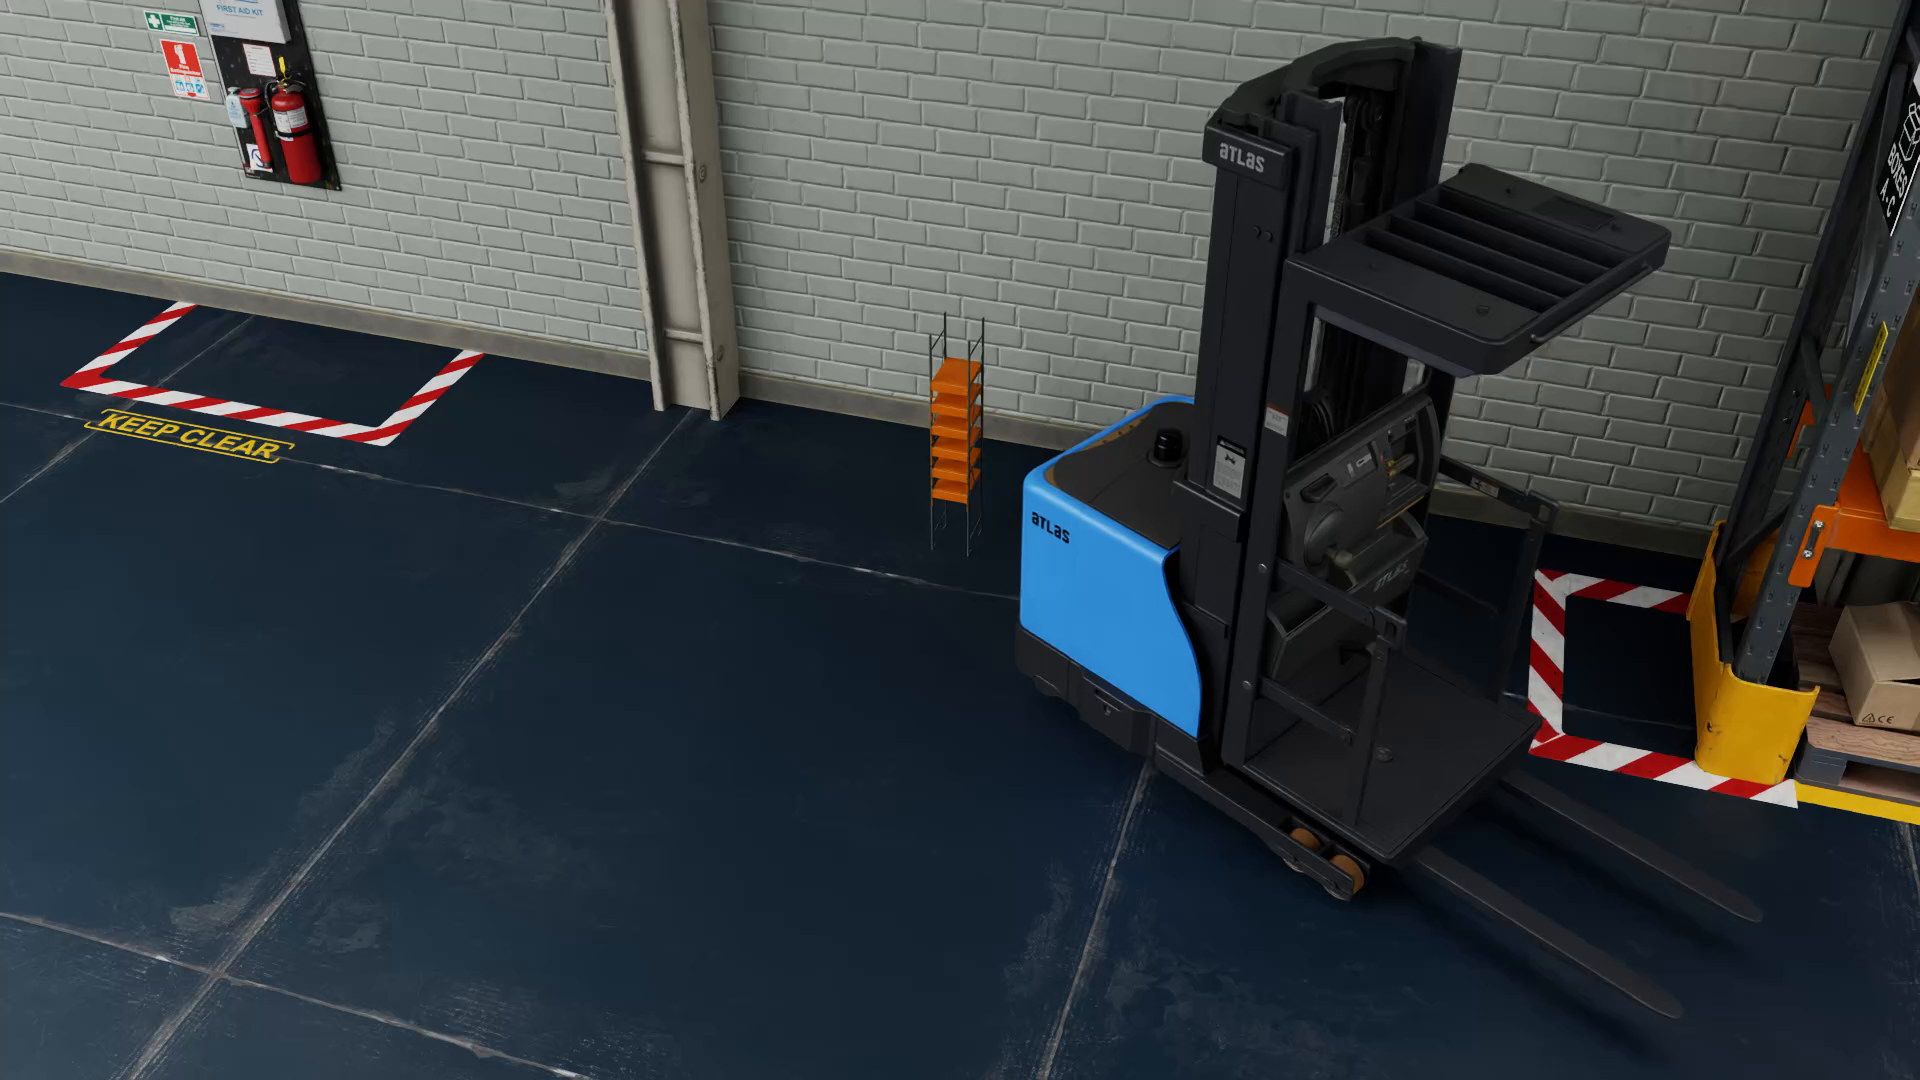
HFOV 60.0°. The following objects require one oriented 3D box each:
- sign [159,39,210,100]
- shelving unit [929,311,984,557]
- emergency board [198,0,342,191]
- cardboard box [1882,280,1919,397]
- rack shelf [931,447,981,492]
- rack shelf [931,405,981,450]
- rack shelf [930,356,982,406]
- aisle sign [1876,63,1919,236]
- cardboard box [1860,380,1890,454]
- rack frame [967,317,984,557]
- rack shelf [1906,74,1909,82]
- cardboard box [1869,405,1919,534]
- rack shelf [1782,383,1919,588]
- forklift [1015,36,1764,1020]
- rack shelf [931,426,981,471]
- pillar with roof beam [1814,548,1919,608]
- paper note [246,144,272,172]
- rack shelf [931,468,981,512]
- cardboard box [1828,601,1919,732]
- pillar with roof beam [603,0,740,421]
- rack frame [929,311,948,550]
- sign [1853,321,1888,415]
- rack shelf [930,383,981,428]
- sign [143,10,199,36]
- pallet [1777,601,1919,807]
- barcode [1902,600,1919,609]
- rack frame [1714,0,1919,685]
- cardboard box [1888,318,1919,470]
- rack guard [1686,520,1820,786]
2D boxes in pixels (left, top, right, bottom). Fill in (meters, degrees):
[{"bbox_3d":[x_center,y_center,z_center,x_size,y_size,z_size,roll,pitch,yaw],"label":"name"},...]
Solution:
[{"bbox_3d":[-4.307,-2.613,9.240,0.234,0.329,0.001,10,38,14],"label":"sign"},{"bbox_3d":[-0.014,-0.486,7.898,0.189,1.200,0.258,10,38,14],"label":"shelving unit"},{"bbox_3d":[-3.810,-2.443,9.038,0.643,1.169,0.194,10,38,14],"label":"emergency board"},{"bbox_3d":[3.852,-0.845,6.344,0.500,0.500,0.500,10,38,13],"label":"cardboard box"},{"bbox_3d":[-0.014,-0.353,7.995,0.180,0.103,0.258,10,38,14],"label":"rack shelf"},{"bbox_3d":[-0.014,-0.547,7.853,0.180,0.103,0.258,10,38,14],"label":"rack shelf"},{"bbox_3d":[-0.014,-0.740,7.711,0.180,0.103,0.258,10,38,14],"label":"rack shelf"},{"bbox_3d":[3.180,-1.448,5.494,0.004,0.787,0.394,10,38,14],"label":"aisle sign"},{"bbox_3d":[3.842,-0.533,6.553,0.500,0.250,0.500,11,38,15],"label":"cardboard box"},{"bbox_3d":[0.074,-0.470,7.876,0.006,1.200,0.240,10,38,14],"label":"rack frame"},{"bbox_3d":[5.247,-1.123,5.321,4.000,0.370,1.077,10,38,14],"label":"rack shelf"},{"bbox_3d":[3.709,-0.240,6.155,0.500,0.250,0.500,9,37,13],"label":"cardboard box"},{"bbox_3d":[5.247,0.085,6.211,4.000,0.370,1.077,10,38,14],"label":"rack shelf"},{"bbox_3d":[1.628,-0.152,5.985,1.130,2.935,3.031,-30,46,-34],"label":"forklift"},{"bbox_3d":[-0.014,-0.450,7.924,0.180,0.103,0.258,10,38,14],"label":"rack shelf"},{"bbox_3d":[2.981,-0.904,1.887,0.400,9.000,9.100,10,38,14],"label":"pillar with roof beam"},{"bbox_3d":[-3.958,-2.158,9.395,0.142,0.148,0.016,10,38,14],"label":"paper note"},{"bbox_3d":[-0.014,-0.257,8.066,0.180,0.103,0.258,10,38,14],"label":"rack shelf"},{"bbox_3d":[3.972,0.521,6.909,0.500,0.311,0.500,6,37,9],"label":"cardboard box"},{"bbox_3d":[-2.746,-1.965,3.328,0.400,9.000,9.100,10,38,14],"label":"pillar with roof beam"},{"bbox_3d":[-0.101,-0.502,7.920,0.006,1.200,0.240,10,38,14],"label":"rack frame"},{"bbox_3d":[3.177,-0.600,5.804,0.005,0.325,0.100,10,38,14],"label":"sign"},{"bbox_3d":[-0.014,-0.643,7.782,0.180,0.103,0.258,10,38,14],"label":"rack shelf"},{"bbox_3d":[-4.305,-2.821,9.075,0.331,0.109,0.001,10,38,14],"label":"sign"},{"bbox_3d":[4.176,0.742,7.064,1.213,0.211,1.003,10,38,14],"label":"pallet"},{"bbox_3d":[4.108,0.294,7.209,0.075,0.075,0.001,10,38,14],"label":"barcode"},{"bbox_3d":[3.338,-0.558,6.478,0.127,3.000,1.000,10,38,14],"label":"rack frame"},{"bbox_3d":[3.704,-0.553,5.948,0.500,0.500,0.500,11,38,14],"label":"cardboard box"},{"bbox_3d":[3.411,0.462,7.200,0.348,0.500,1.175,10,38,14],"label":"rack guard"}]
